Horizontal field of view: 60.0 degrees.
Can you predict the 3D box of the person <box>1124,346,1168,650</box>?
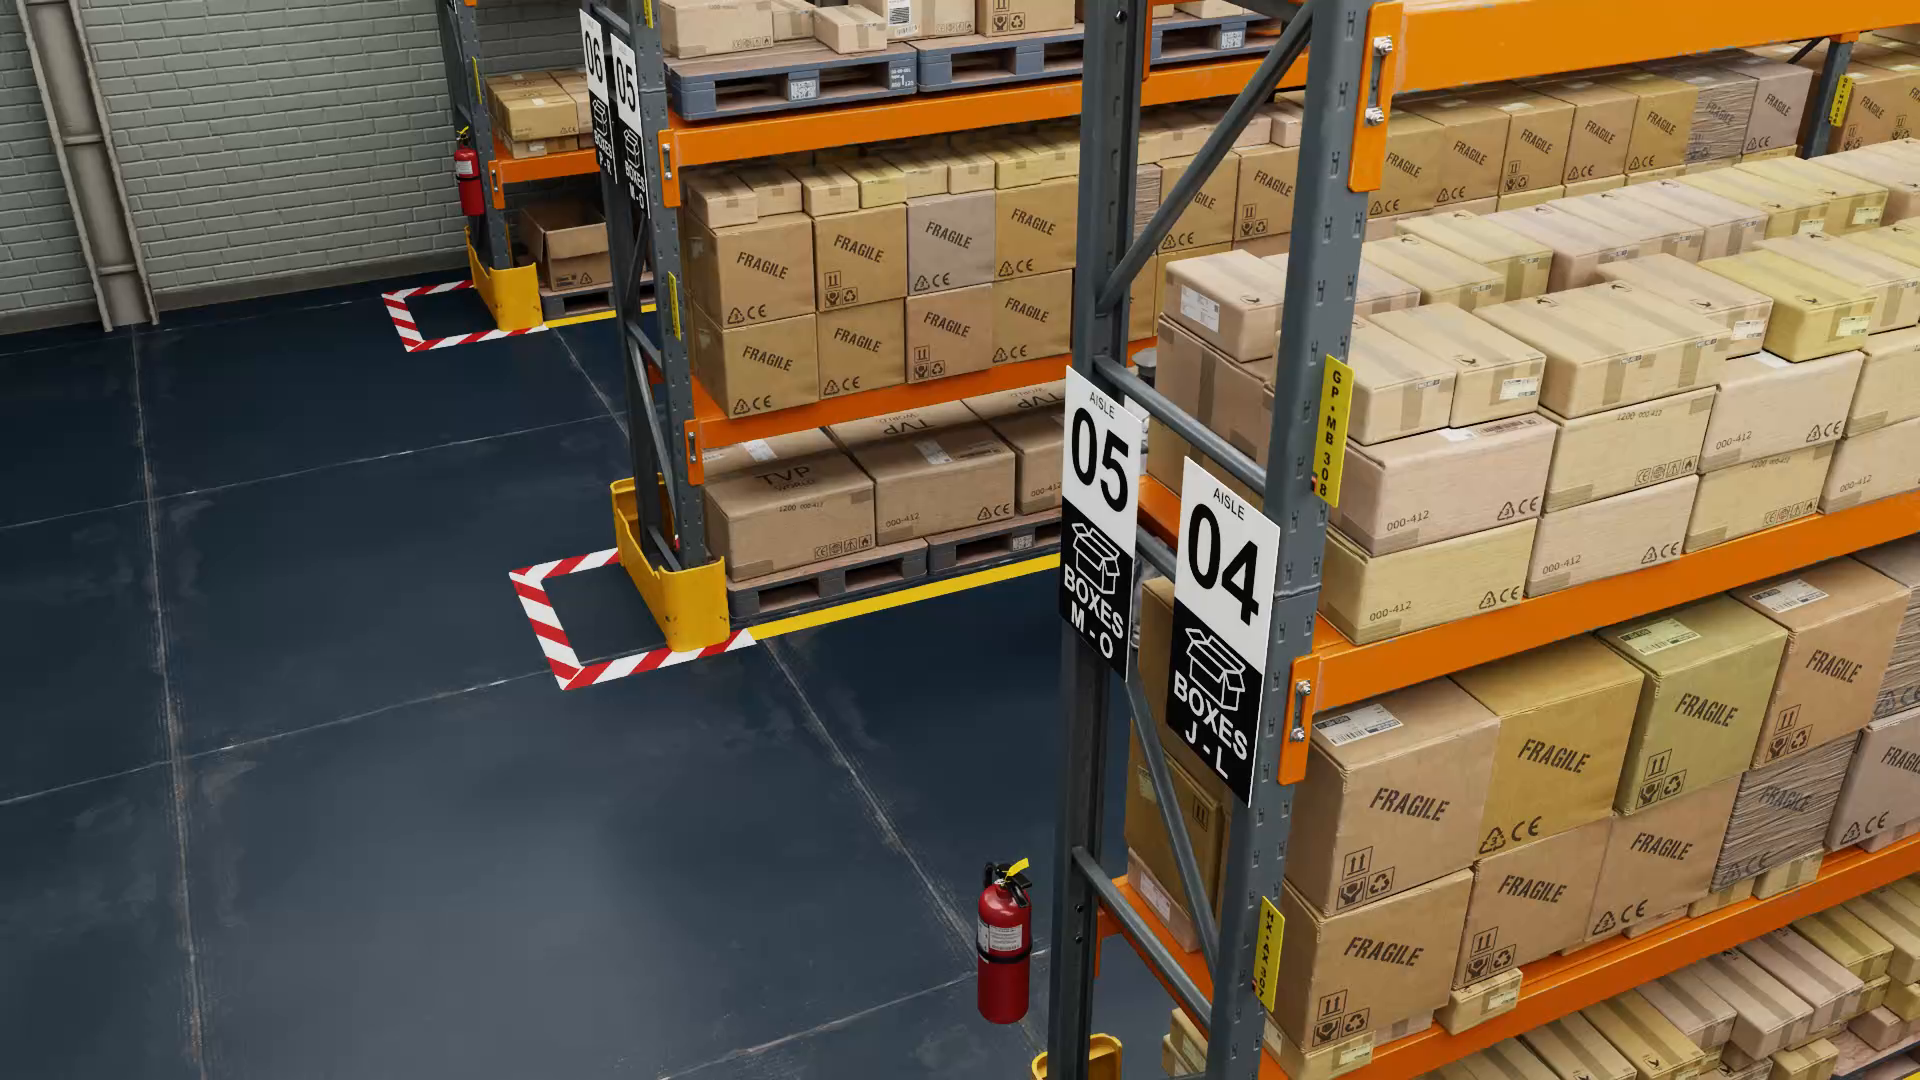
[{"bbox_3d":[0.969,-0.220,8.829,0.375,1.663,0.529,-13,32,-22],"label":"person"}]
